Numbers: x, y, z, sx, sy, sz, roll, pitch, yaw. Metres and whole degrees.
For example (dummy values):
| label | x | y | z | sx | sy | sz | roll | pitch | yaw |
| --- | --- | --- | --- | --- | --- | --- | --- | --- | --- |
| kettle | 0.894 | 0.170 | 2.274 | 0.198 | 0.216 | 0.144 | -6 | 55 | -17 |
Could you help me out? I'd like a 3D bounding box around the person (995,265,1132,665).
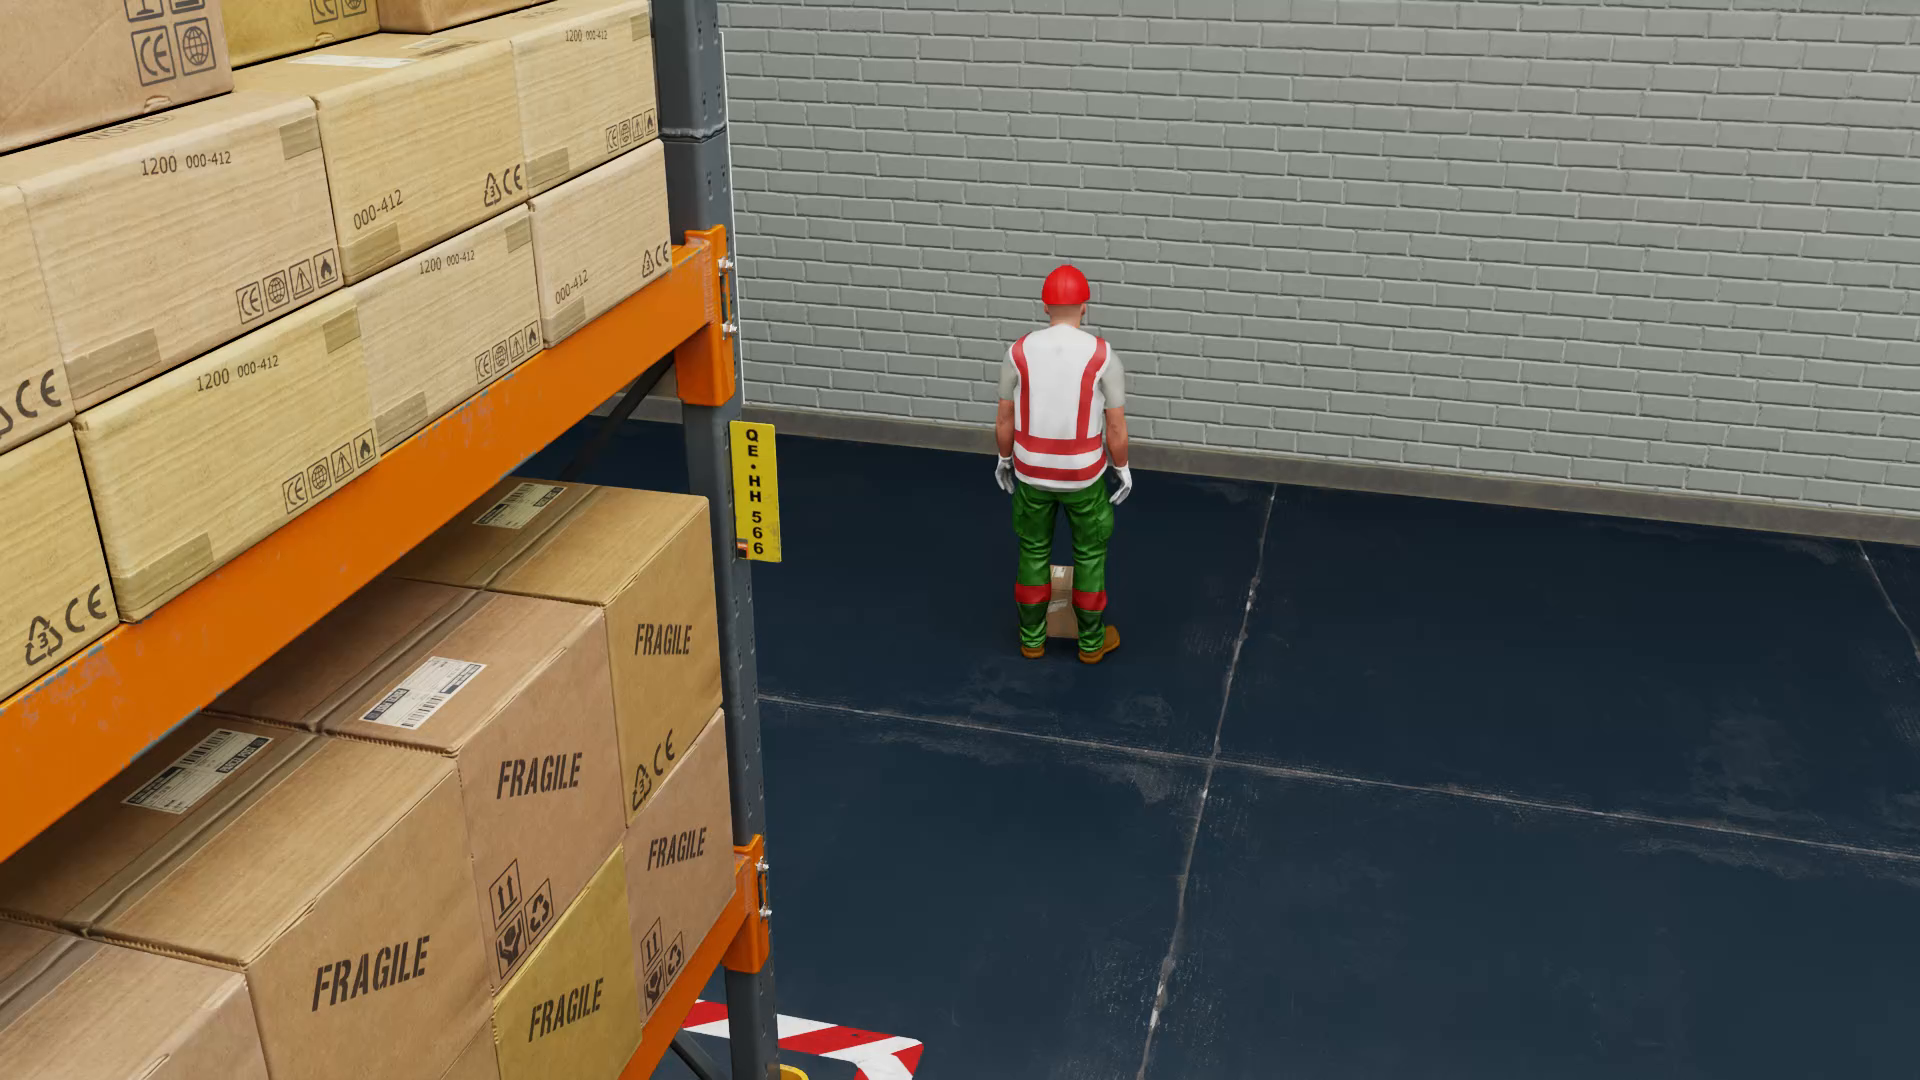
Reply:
| label | x | y | z | sx | sy | sz | roll | pitch | yaw |
| --- | --- | --- | --- | --- | --- | --- | --- | --- | --- |
| person | 0.448 | -0.309 | 7.249 | 0.607 | 1.780 | 0.449 | 6 | 26 | 13 |
